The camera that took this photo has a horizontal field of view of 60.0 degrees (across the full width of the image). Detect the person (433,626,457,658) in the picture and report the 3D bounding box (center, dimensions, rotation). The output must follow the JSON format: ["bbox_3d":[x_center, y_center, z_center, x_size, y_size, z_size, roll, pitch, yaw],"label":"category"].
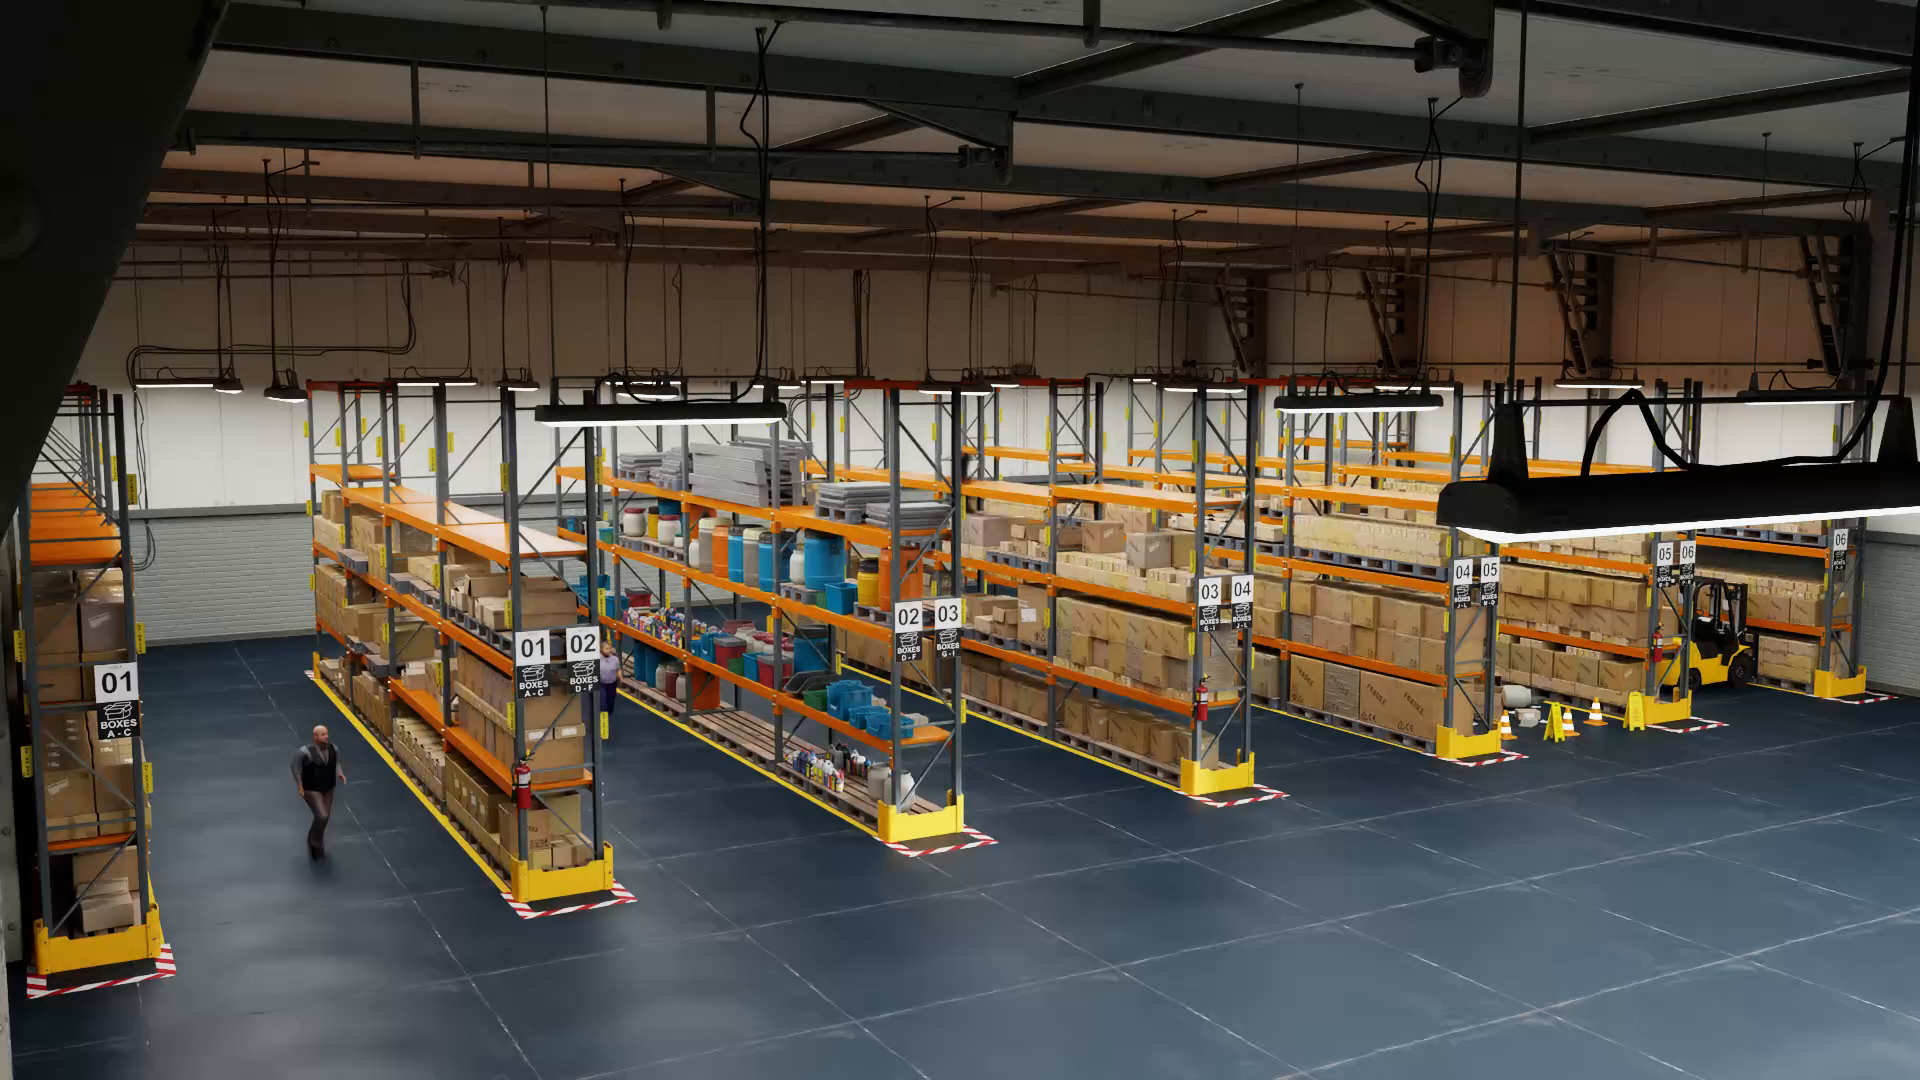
[{"bbox_3d":[-10.617,1.824,34.112,0.903,1.806,0.619,6,8,43],"label":"person"}]

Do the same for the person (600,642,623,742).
[{"bbox_3d":[-6.039,2.530,28.244,0.582,1.649,0.913,-4,7,-31],"label":"person"}]

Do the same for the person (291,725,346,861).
[{"bbox_3d":[-8.214,3.238,21.336,0.824,1.756,0.585,4,7,36],"label":"person"}]
